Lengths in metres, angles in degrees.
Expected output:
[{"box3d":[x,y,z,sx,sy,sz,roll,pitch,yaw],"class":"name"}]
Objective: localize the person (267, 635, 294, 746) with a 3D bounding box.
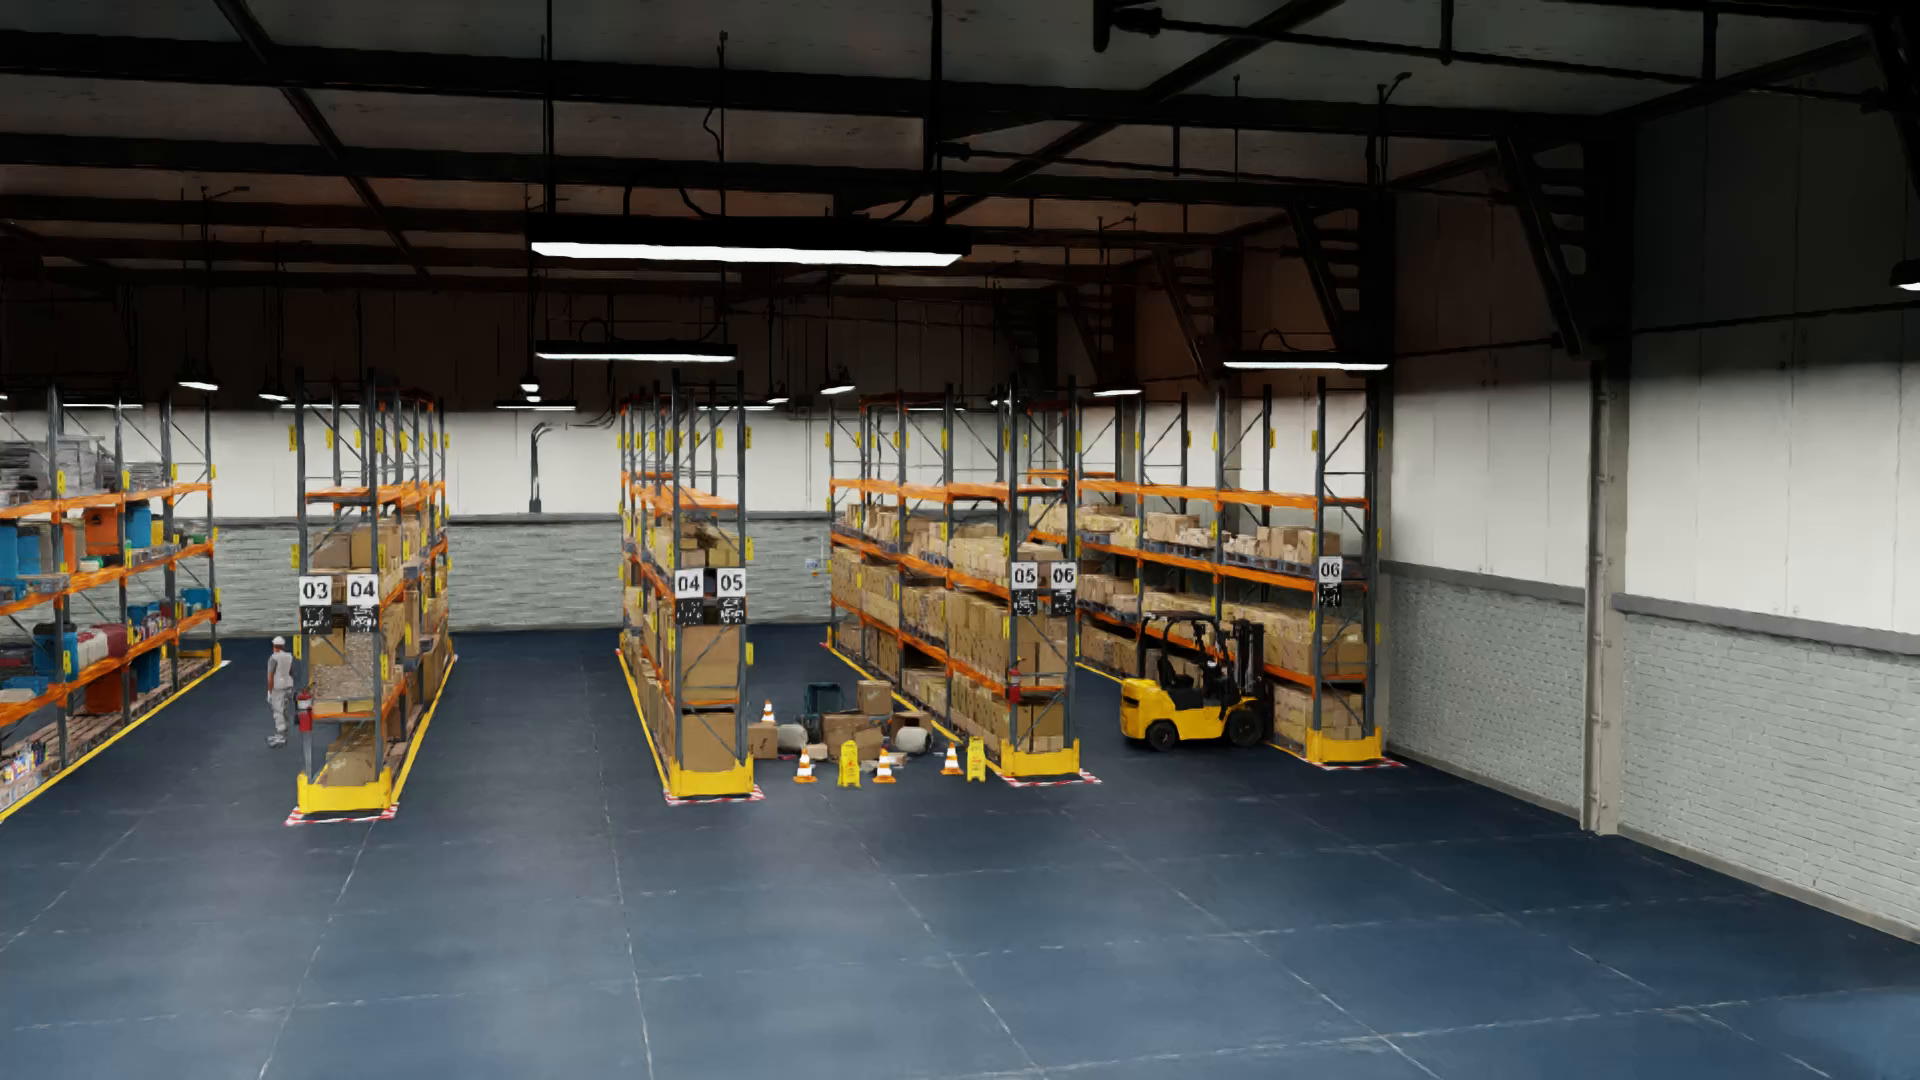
[{"box3d":[-11.240,2.461,27.347,0.489,1.787,0.608,1,4,16],"class":"person"}]
